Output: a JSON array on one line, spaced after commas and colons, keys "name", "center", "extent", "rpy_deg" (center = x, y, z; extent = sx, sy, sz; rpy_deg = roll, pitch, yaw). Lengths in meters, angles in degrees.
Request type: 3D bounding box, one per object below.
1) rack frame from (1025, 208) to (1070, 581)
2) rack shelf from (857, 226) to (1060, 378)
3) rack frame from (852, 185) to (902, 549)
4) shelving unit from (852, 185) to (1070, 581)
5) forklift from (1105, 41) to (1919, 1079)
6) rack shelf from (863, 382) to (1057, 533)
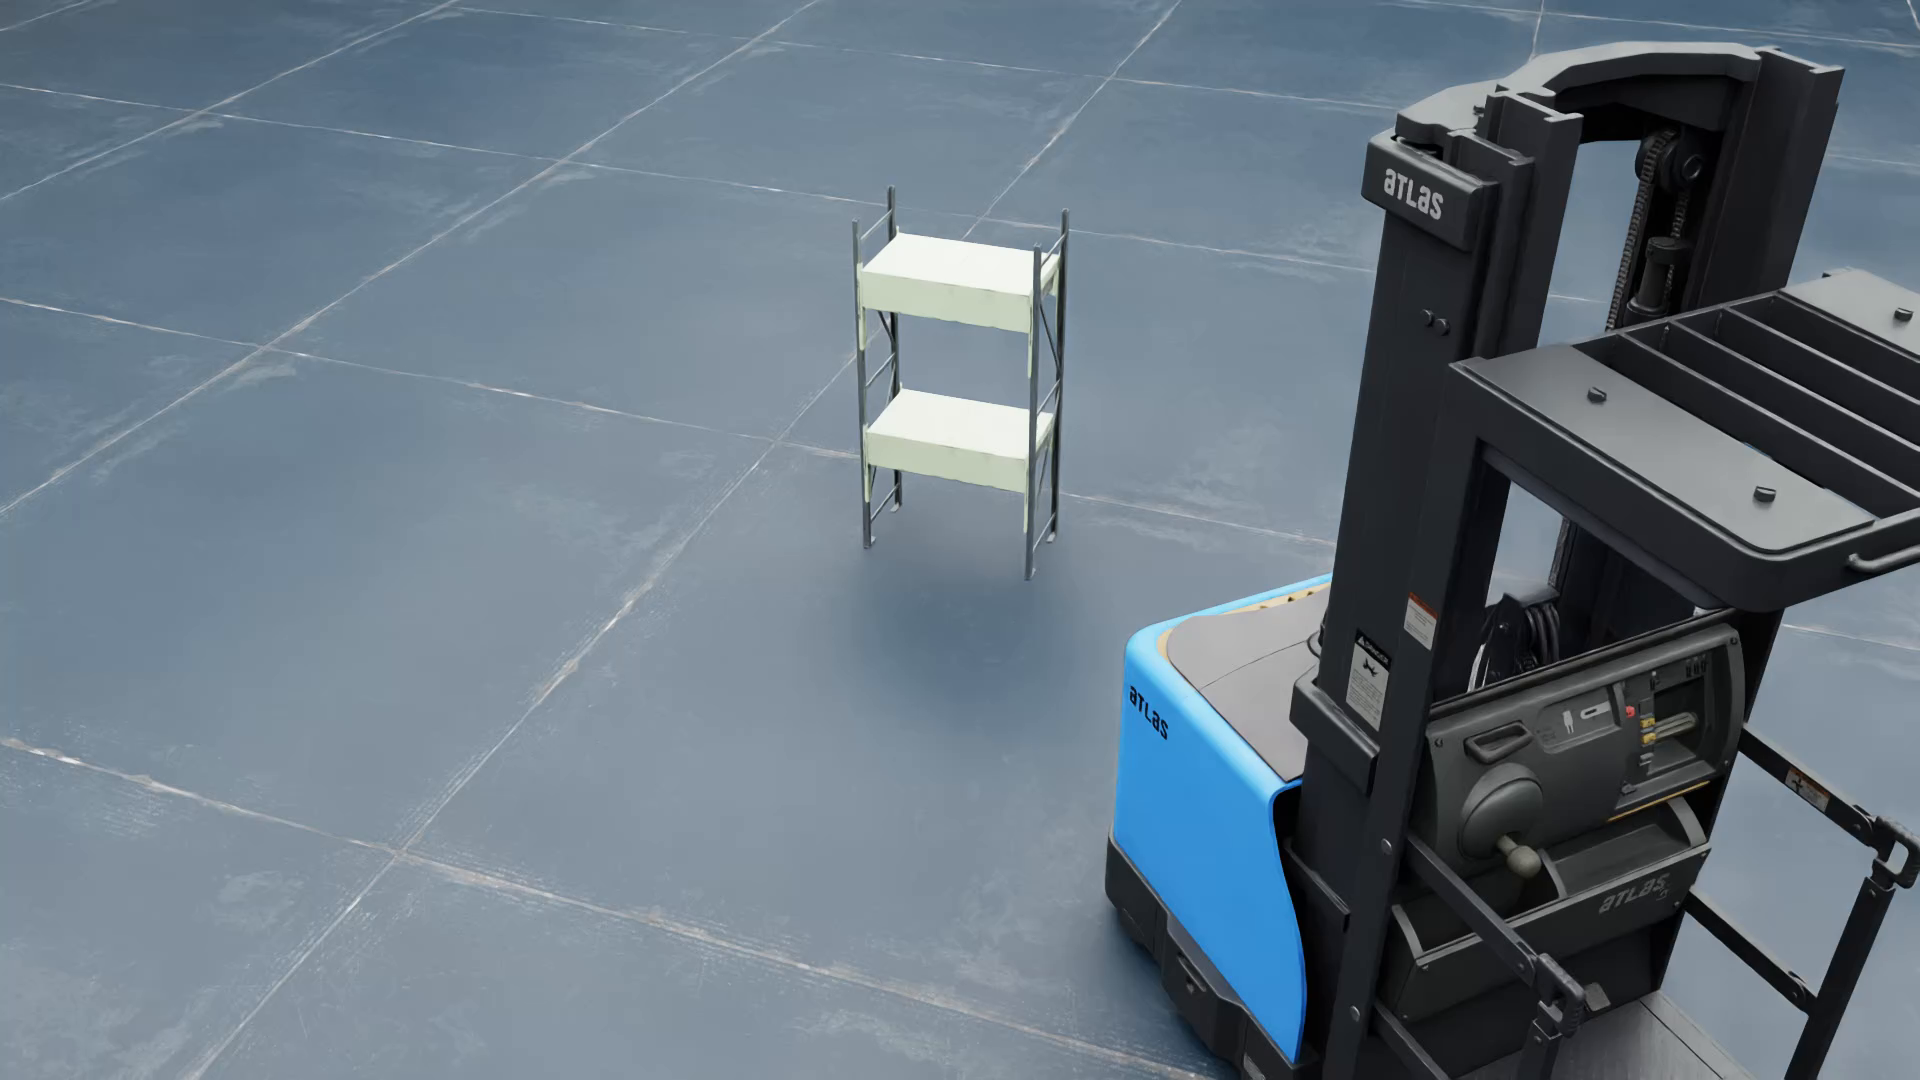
[{"name": "rack frame", "center": [0.351, -0.562, 6.738], "extent": [0.023, 1.500, 0.400], "rpy_deg": [11, 34, 16]}, {"name": "rack shelf", "center": [0.006, -0.957, 6.630], "extent": [0.720, 0.370, 0.431], "rpy_deg": [11, 34, 16]}, {"name": "rack frame", "center": [-0.338, -0.696, 6.945], "extent": [0.023, 1.500, 0.400], "rpy_deg": [11, 34, 16]}, {"name": "shelving unit", "center": [0.006, -0.629, 6.841], "extent": [0.755, 1.500, 0.431], "rpy_deg": [11, 34, 16]}, {"name": "forklift", "center": [1.555, 0.548, 3.699], "extent": [1.130, 2.935, 3.031], "rpy_deg": [-14, 36, -21]}, {"name": "rack shelf", "center": [0.006, -0.355, 7.018], "extent": [0.720, 0.370, 0.431], "rpy_deg": [11, 34, 16]}]
